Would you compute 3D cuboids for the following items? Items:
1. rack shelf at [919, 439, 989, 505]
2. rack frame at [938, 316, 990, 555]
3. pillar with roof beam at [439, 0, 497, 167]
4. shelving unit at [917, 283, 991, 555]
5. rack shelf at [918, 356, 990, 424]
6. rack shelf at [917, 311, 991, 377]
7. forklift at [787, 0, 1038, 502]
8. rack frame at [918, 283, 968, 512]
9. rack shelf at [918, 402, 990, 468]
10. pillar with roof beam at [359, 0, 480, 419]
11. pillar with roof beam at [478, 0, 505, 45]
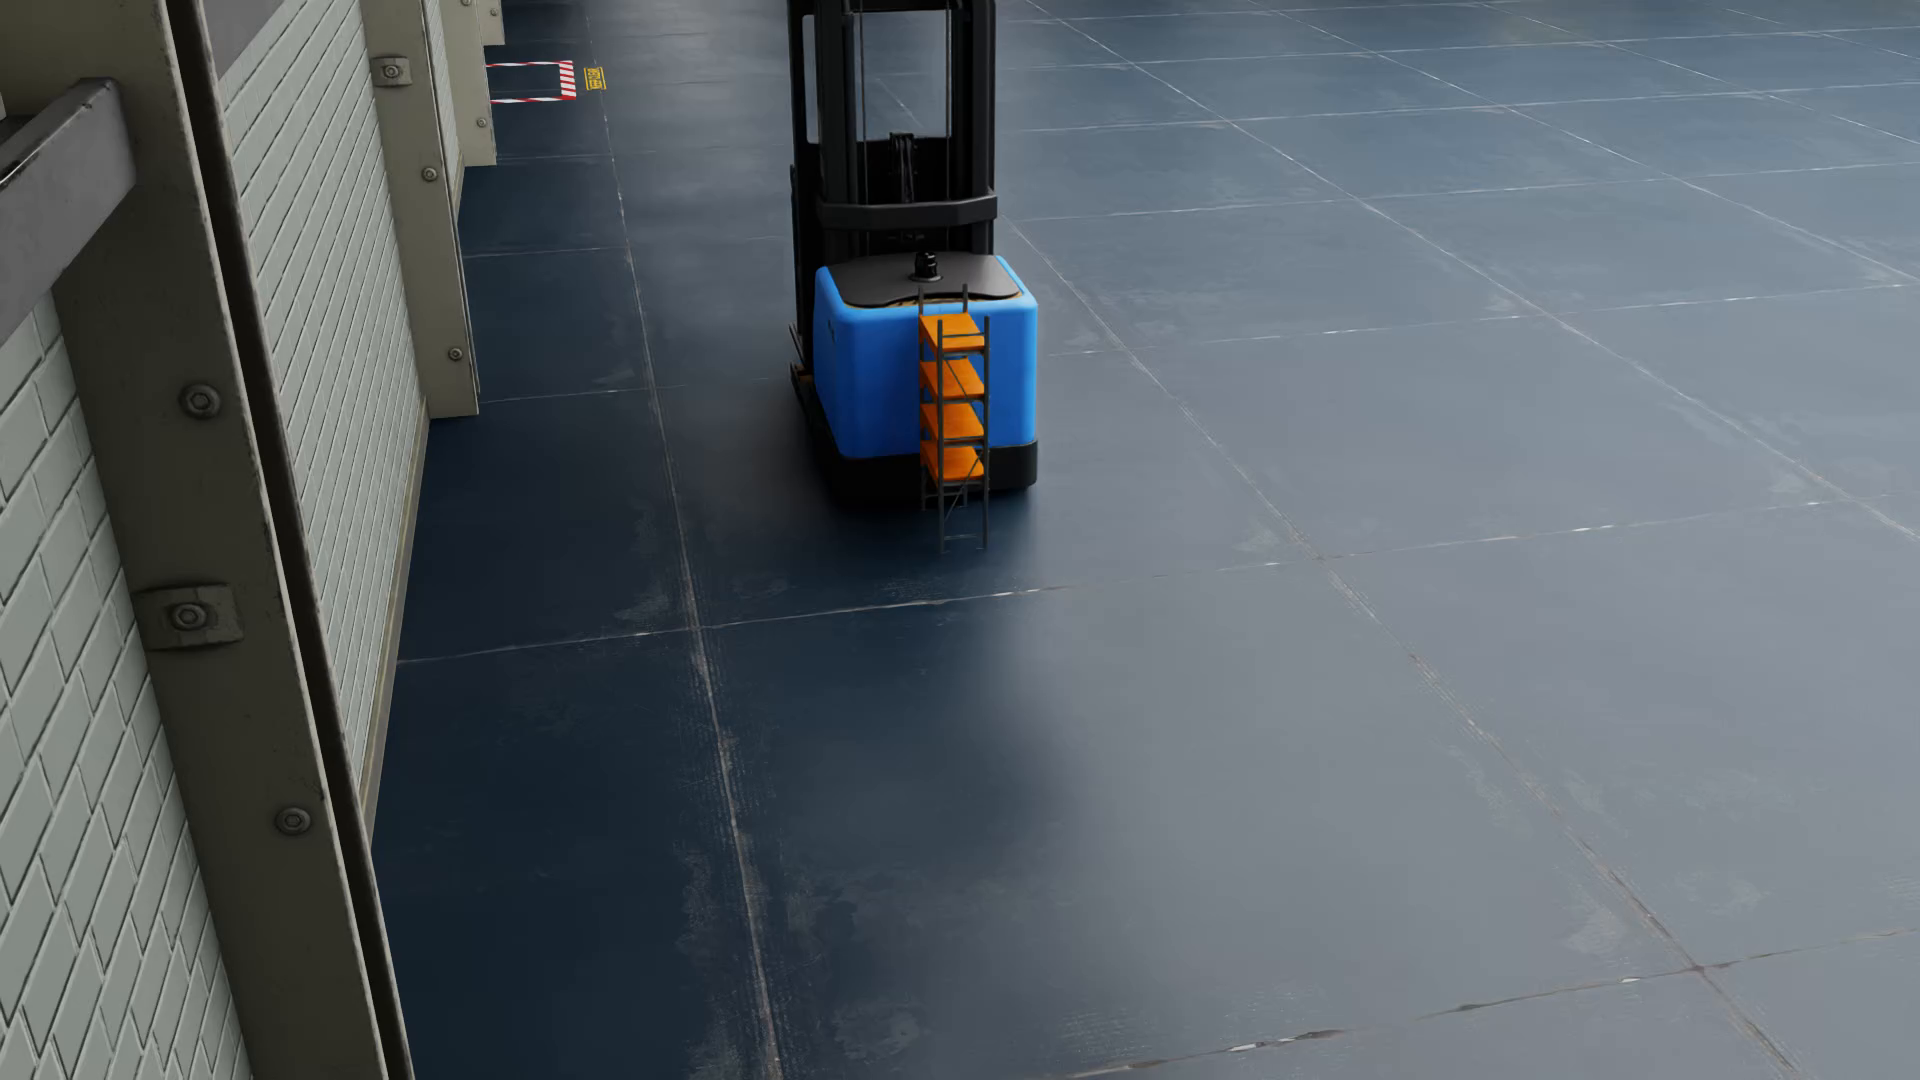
[{"bbox_3d":[-0.032,-0.349,8.200,0.258,0.148,0.480,-5,27,-10],"label":"rack shelf"},{"bbox_3d":[0.017,-0.478,7.866,0.240,1.200,0.015,-5,27,-10],"label":"rack frame"},{"bbox_3d":[-0.162,-7.891,13.897,9.100,9.000,0.400,-6,27,-12],"label":"pillar with roof beam"},{"bbox_3d":[-0.032,-0.586,8.080,0.258,1.200,0.503,-5,27,-10],"label":"shelving unit"},{"bbox_3d":[-0.032,-0.726,8.009,0.258,0.148,0.480,-5,27,-10],"label":"rack shelf"},{"bbox_3d":[-0.032,-0.937,7.903,0.258,0.148,0.480,-5,27,-10],"label":"rack shelf"},{"bbox_3d":[-0.405,-2.144,9.244,1.130,2.935,3.031,-5,27,-11],"label":"forklift"},{"bbox_3d":[-0.082,-0.694,8.293,0.240,1.200,0.015,-5,27,-10],"label":"rack frame"},{"bbox_3d":[-0.032,-0.526,8.110,0.258,0.148,0.480,-5,27,-10],"label":"rack shelf"},{"bbox_3d":[1.190,-5.257,8.678,9.100,9.000,0.400,-6,27,-12],"label":"pillar with roof beam"},{"bbox_3d":[-1.515,-10.525,19.115,9.100,9.000,0.400,-6,27,-12],"label":"pillar with roof beam"}]
